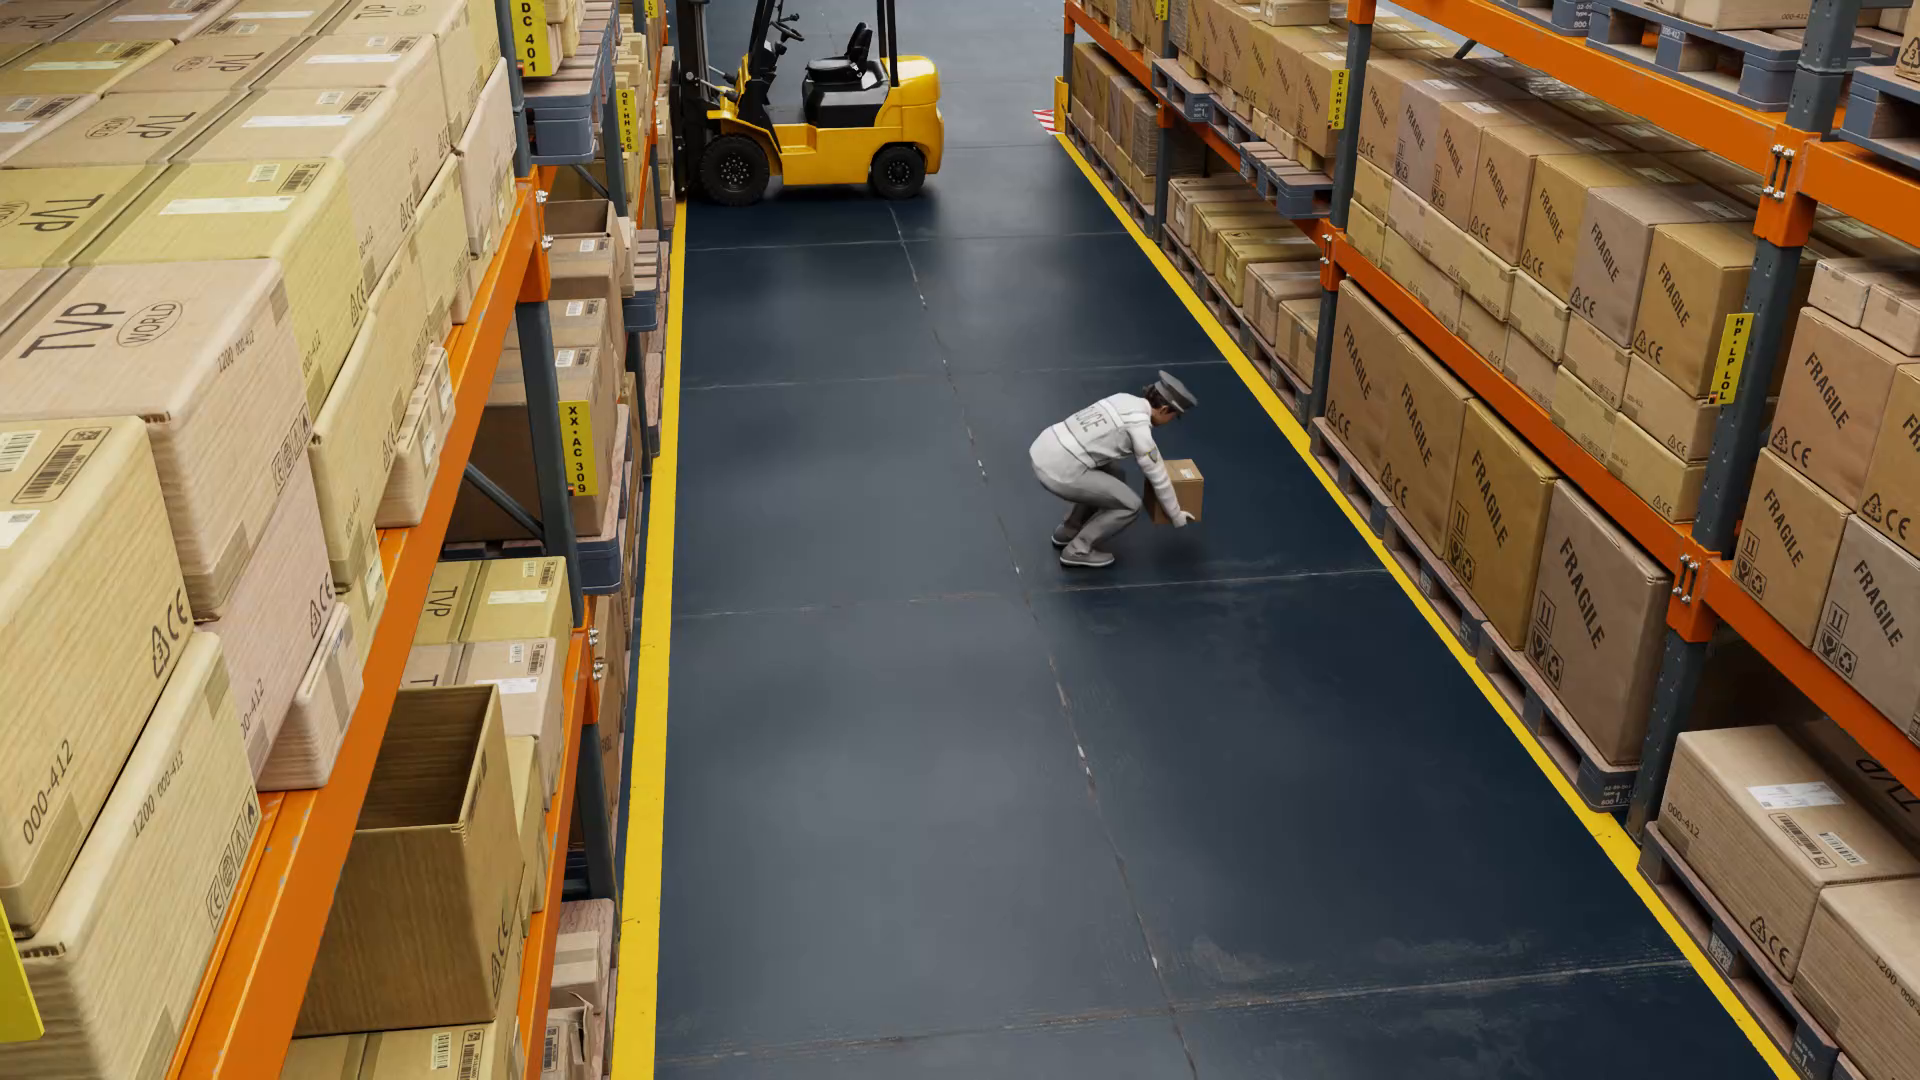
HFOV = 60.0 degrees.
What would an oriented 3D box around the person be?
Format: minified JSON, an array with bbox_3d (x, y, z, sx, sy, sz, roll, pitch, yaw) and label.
[{"bbox_3d":[0.792,-0.374,8.597,0.868,0.982,0.458,-4,28,-8],"label":"person"}]
